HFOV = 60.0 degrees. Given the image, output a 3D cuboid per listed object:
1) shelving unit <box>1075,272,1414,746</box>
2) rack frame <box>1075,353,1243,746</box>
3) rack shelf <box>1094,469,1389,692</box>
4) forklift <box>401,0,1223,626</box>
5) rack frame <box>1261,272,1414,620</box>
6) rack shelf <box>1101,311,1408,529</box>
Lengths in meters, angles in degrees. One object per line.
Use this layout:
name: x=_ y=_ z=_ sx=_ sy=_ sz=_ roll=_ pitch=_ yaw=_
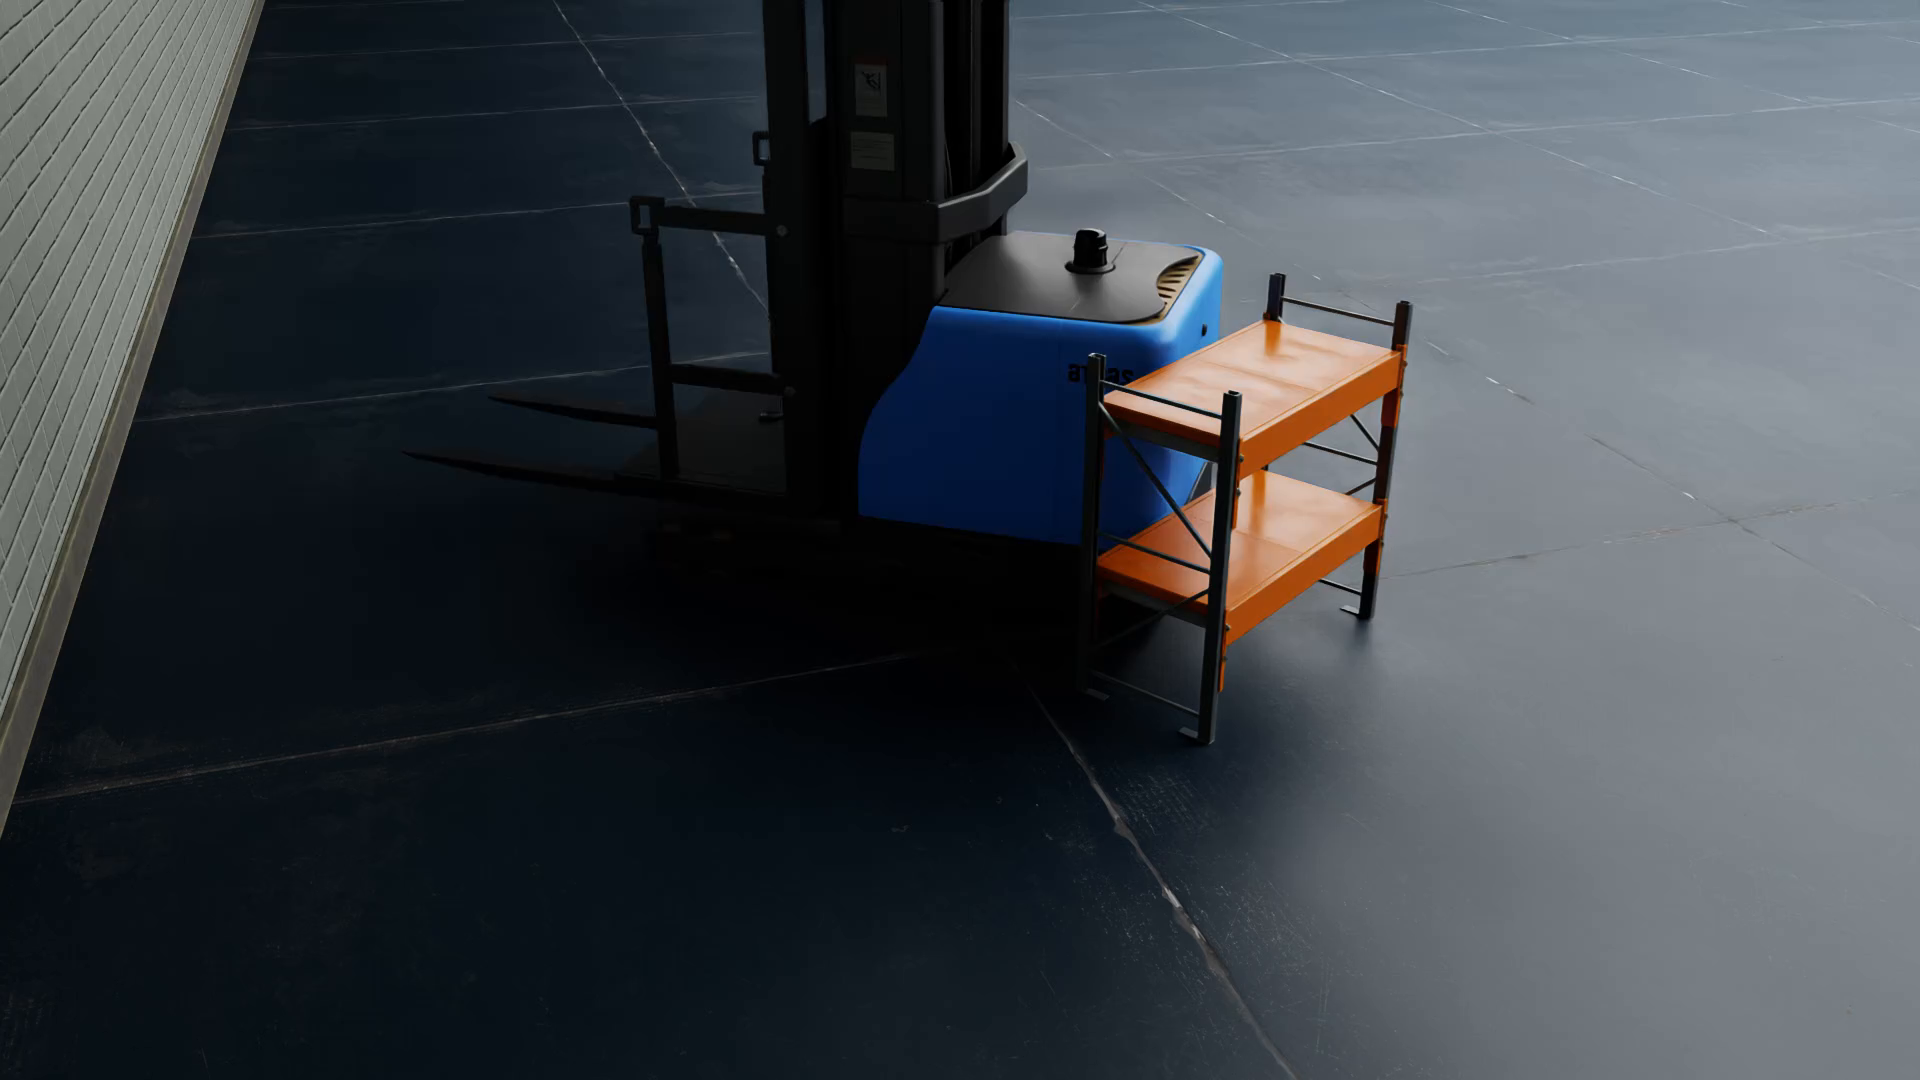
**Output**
shelving unit: x=0.896 y=-0.134 z=5.256 sx=0.538 sy=1.125 sz=1.048 roll=21 pitch=33 yaw=35
rack frame: x=0.569 y=0.038 z=4.908 sx=0.500 sy=1.125 sz=0.032 roll=21 pitch=33 yaw=35
rack shelf: x=0.896 y=0.085 z=5.365 sx=0.538 sy=0.278 sz=1.000 roll=21 pitch=33 yaw=35
forklift: x=-0.625 y=-1.395 z=5.764 sx=3.031 sy=2.935 sz=1.130 roll=8 pitch=28 yaw=16
rack frame: x=1.224 y=-0.307 z=5.604 sx=0.500 sy=1.125 sz=0.032 roll=21 pitch=33 yaw=35
rack shelf: x=0.896 y=-0.397 z=5.126 sx=0.538 sy=0.278 sz=1.000 roll=21 pitch=33 yaw=35
